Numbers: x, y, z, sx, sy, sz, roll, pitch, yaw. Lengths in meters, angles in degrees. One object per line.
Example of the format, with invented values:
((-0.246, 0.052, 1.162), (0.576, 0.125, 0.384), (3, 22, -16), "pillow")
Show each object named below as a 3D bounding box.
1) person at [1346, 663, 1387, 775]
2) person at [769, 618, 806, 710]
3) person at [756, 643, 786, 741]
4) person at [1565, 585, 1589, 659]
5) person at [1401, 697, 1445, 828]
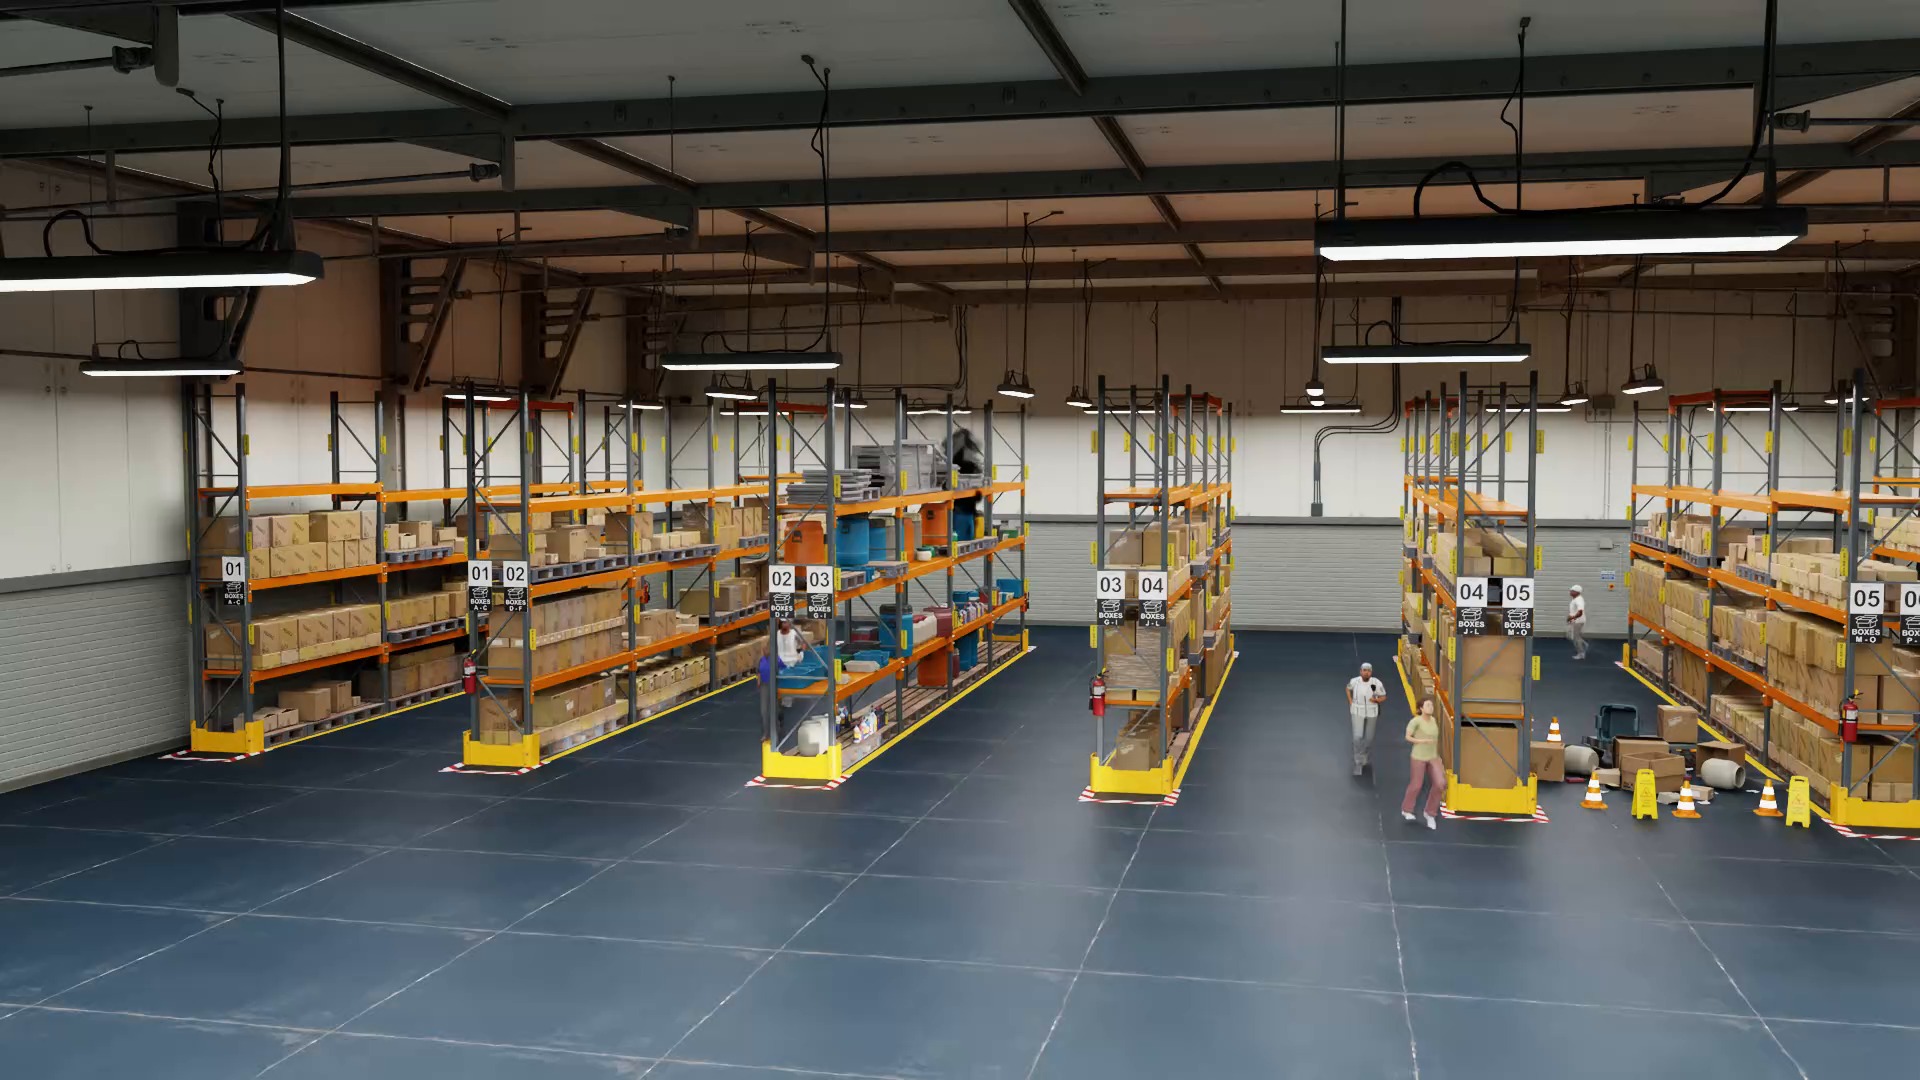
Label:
((6.245, 2.732, 25.580), (0.577, 1.724, 0.855), (0, 3, 6), "person")
((-3.303, 2.319, 31.549), (0.682, 1.776, 0.666), (0, 3, 8), "person")
((-3.186, 2.575, 28.381), (0.598, 1.675, 0.723), (1, 4, 23), "person")
((14.470, 1.920, 38.945), (0.544, 1.738, 0.715), (1, 3, 15), "person")
((6.109, 2.920, 21.920), (0.574, 1.717, 0.648), (-1, 3, -18), "person")
